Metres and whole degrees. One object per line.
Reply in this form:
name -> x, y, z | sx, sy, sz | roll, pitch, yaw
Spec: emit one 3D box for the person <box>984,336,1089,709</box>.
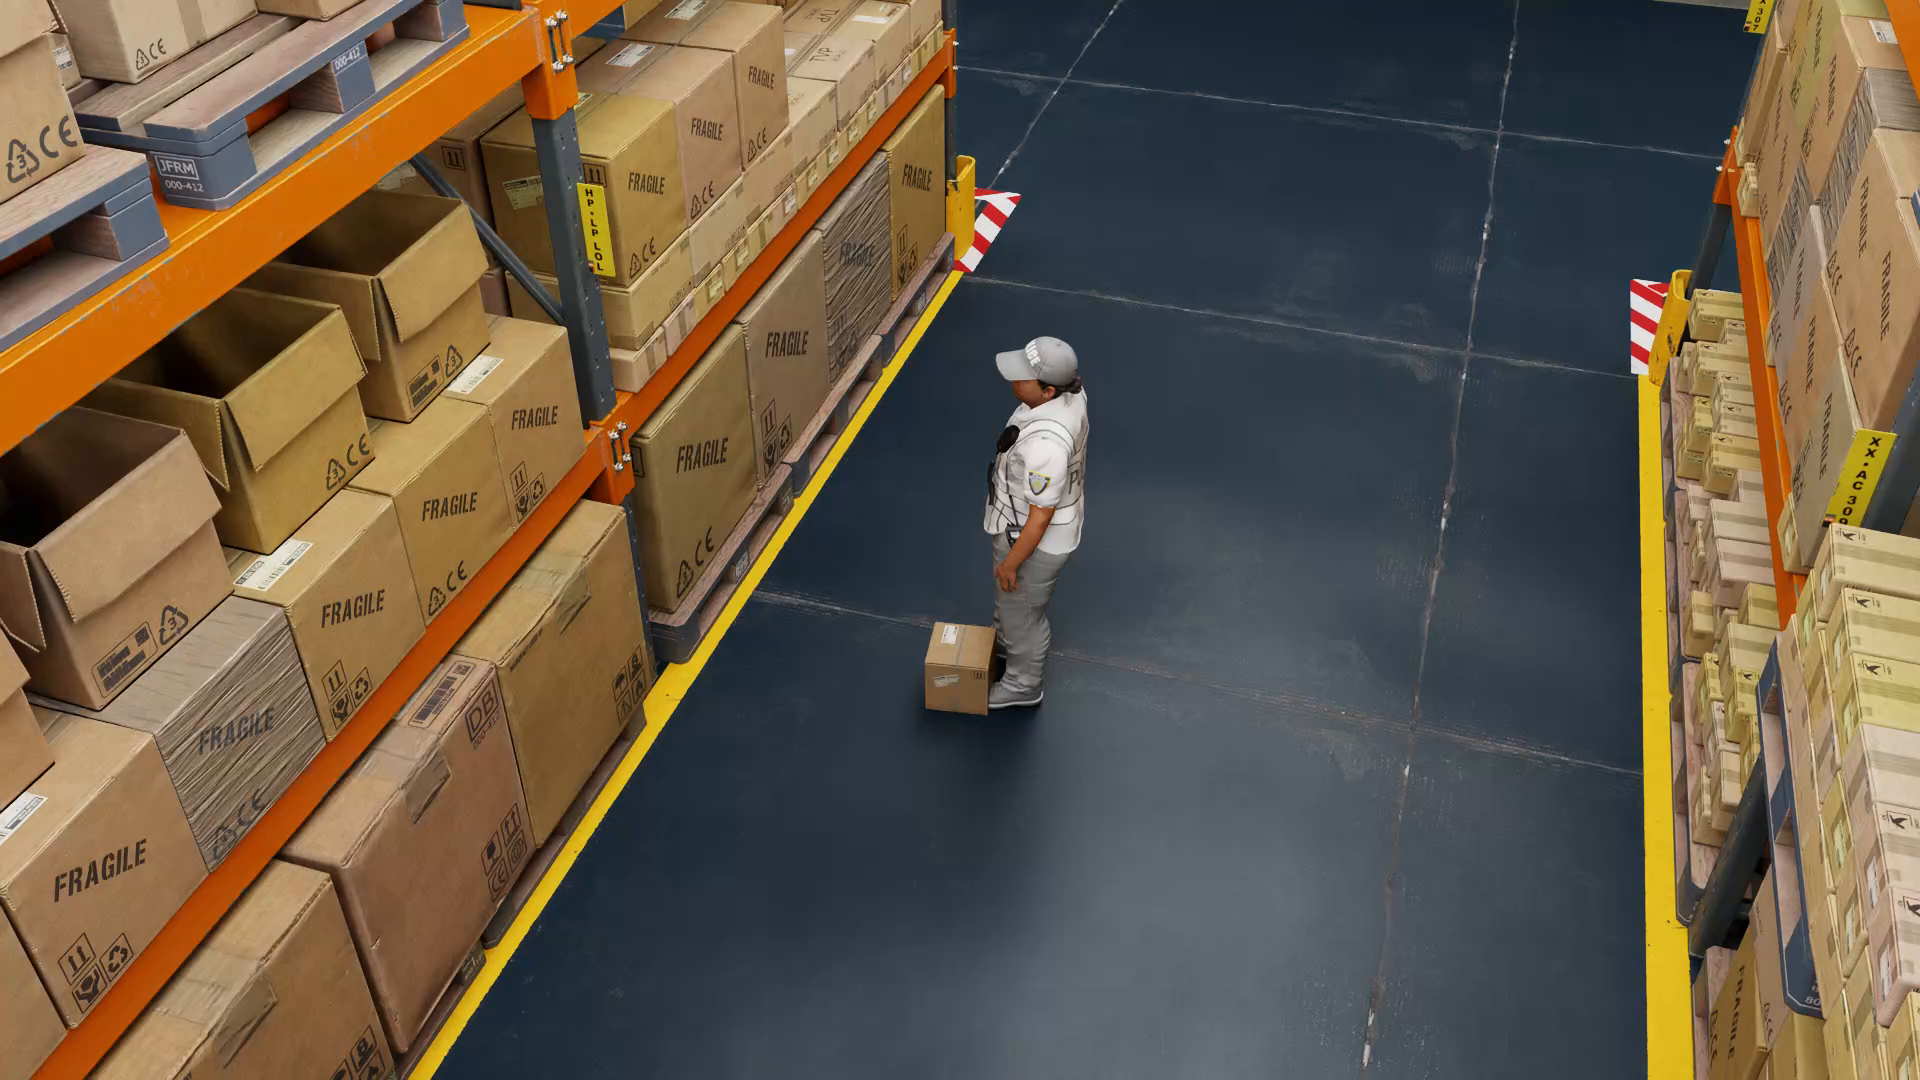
person -> 0.196, -0.063, 6.212 | 0.526, 1.670, 0.597 | 7, 38, 9
